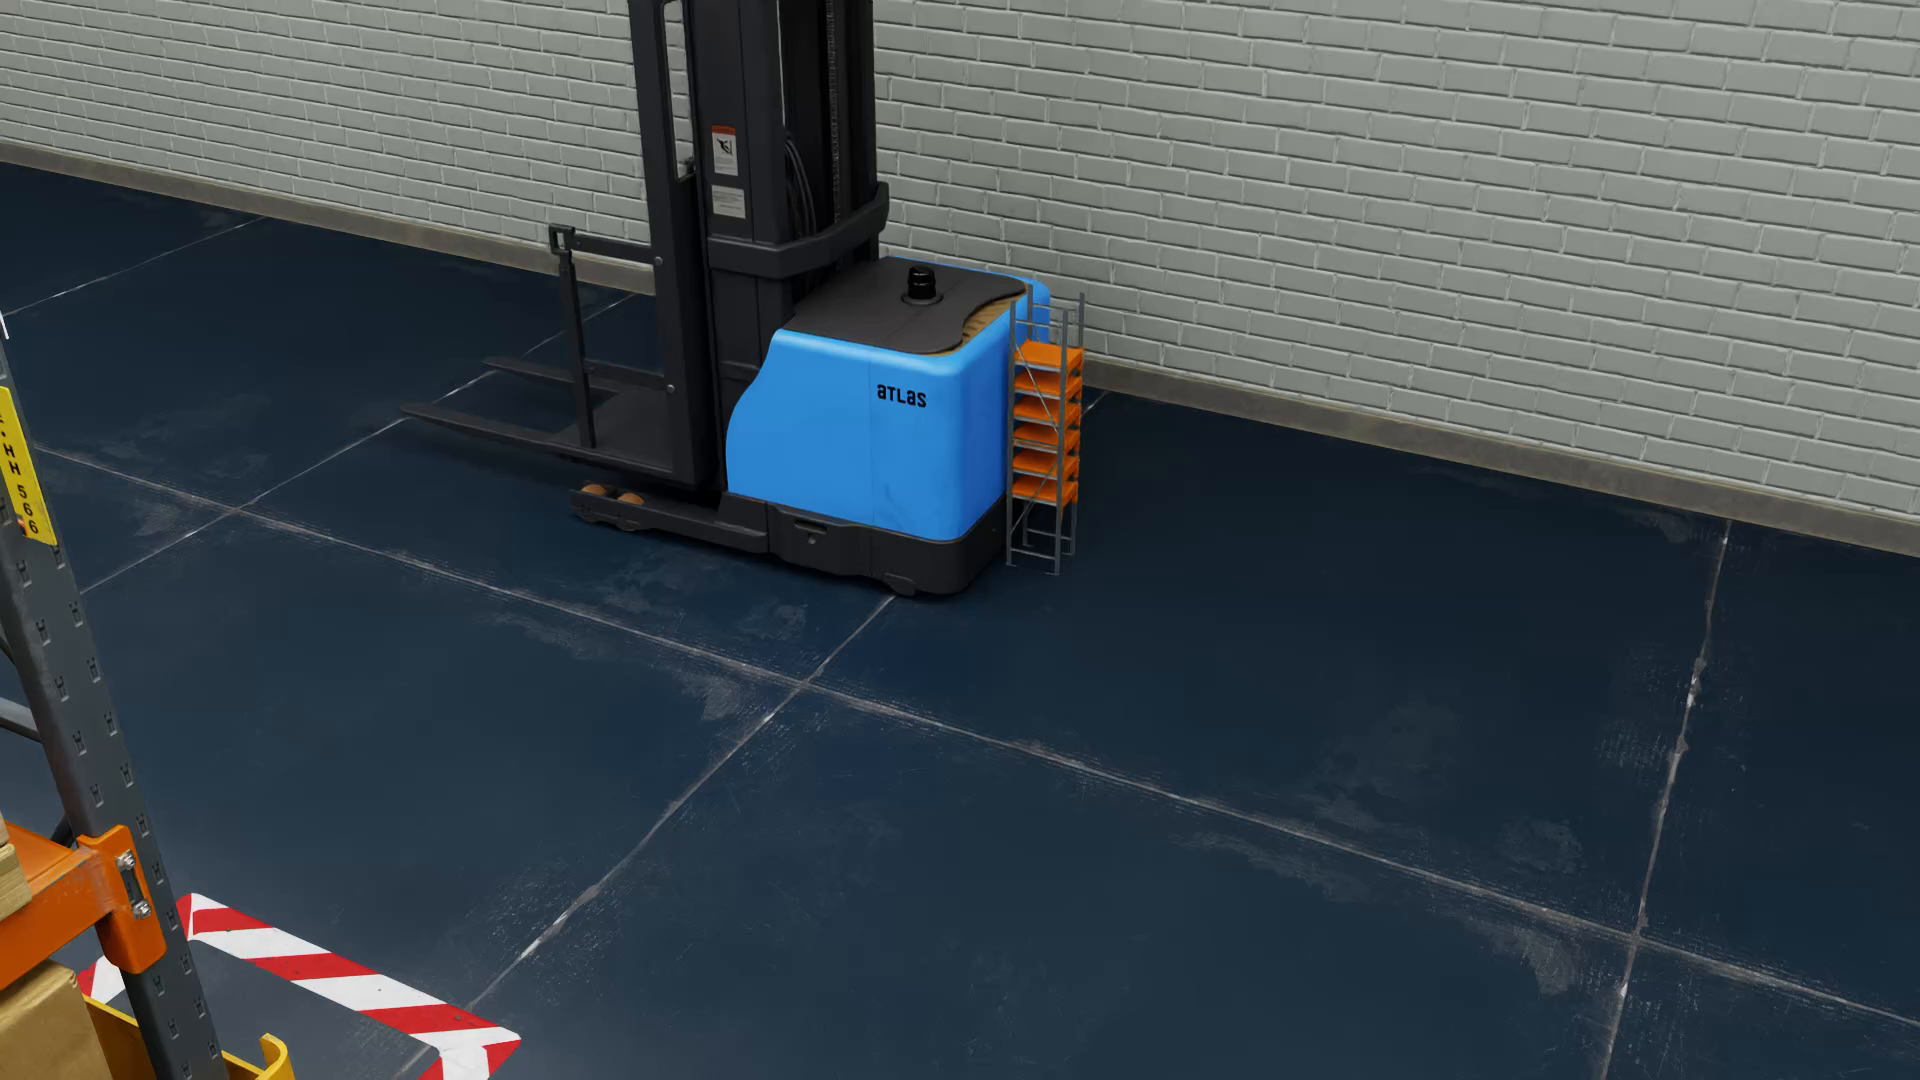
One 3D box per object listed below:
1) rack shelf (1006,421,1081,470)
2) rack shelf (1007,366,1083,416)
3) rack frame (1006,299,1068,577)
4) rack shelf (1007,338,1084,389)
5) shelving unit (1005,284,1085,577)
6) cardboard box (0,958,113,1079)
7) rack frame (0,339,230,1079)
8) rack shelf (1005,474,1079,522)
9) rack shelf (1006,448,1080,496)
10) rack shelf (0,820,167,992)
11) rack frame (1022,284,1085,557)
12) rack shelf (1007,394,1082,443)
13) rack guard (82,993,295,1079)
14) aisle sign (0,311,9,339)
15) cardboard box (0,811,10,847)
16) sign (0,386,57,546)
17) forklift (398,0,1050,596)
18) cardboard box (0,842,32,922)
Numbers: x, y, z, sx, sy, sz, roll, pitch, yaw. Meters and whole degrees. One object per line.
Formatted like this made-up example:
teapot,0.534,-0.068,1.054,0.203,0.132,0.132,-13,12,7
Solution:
rack shelf,0.343,-0.394,6.820,0.258,0.103,0.180,13,32,21
rack shelf,0.343,-0.602,6.701,0.258,0.103,0.180,13,32,21
rack frame,0.306,-0.391,6.726,0.240,1.200,0.006,13,32,21
rack shelf,0.343,-0.706,6.641,0.258,0.103,0.180,13,32,21
shelving unit,0.343,-0.432,6.798,0.258,1.200,0.189,13,32,21
cardboard box,-2.450,1.376,3.554,0.875,0.875,0.875,14,33,23
rack frame,-2.229,0.335,3.655,1.000,3.000,0.127,14,33,23
rack shelf,0.343,-0.186,6.940,0.258,0.103,0.180,13,32,21
rack shelf,0.343,-0.290,6.880,0.258,0.103,0.180,13,32,21
rack shelf,-3.140,1.533,2.291,1.077,0.370,4.000,14,33,23
rack frame,0.381,-0.474,6.871,0.240,1.200,0.006,13,32,21
rack shelf,0.343,-0.498,6.761,0.258,0.103,0.180,13,32,21
rack guard,-2.218,1.408,4.296,1.175,0.500,0.348,14,33,23
aisle sign,-1.929,-0.757,2.945,0.394,0.787,0.004,14,33,23
cardboard box,-2.214,0.546,3.140,0.500,0.250,0.500,14,33,23
sign,-1.753,-0.141,3.083,0.100,0.325,0.005,14,33,23
forklift,-1.162,-1.530,6.971,3.031,2.935,1.130,13,32,22
cardboard box,-2.098,0.676,3.313,0.380,0.149,0.250,15,33,24
